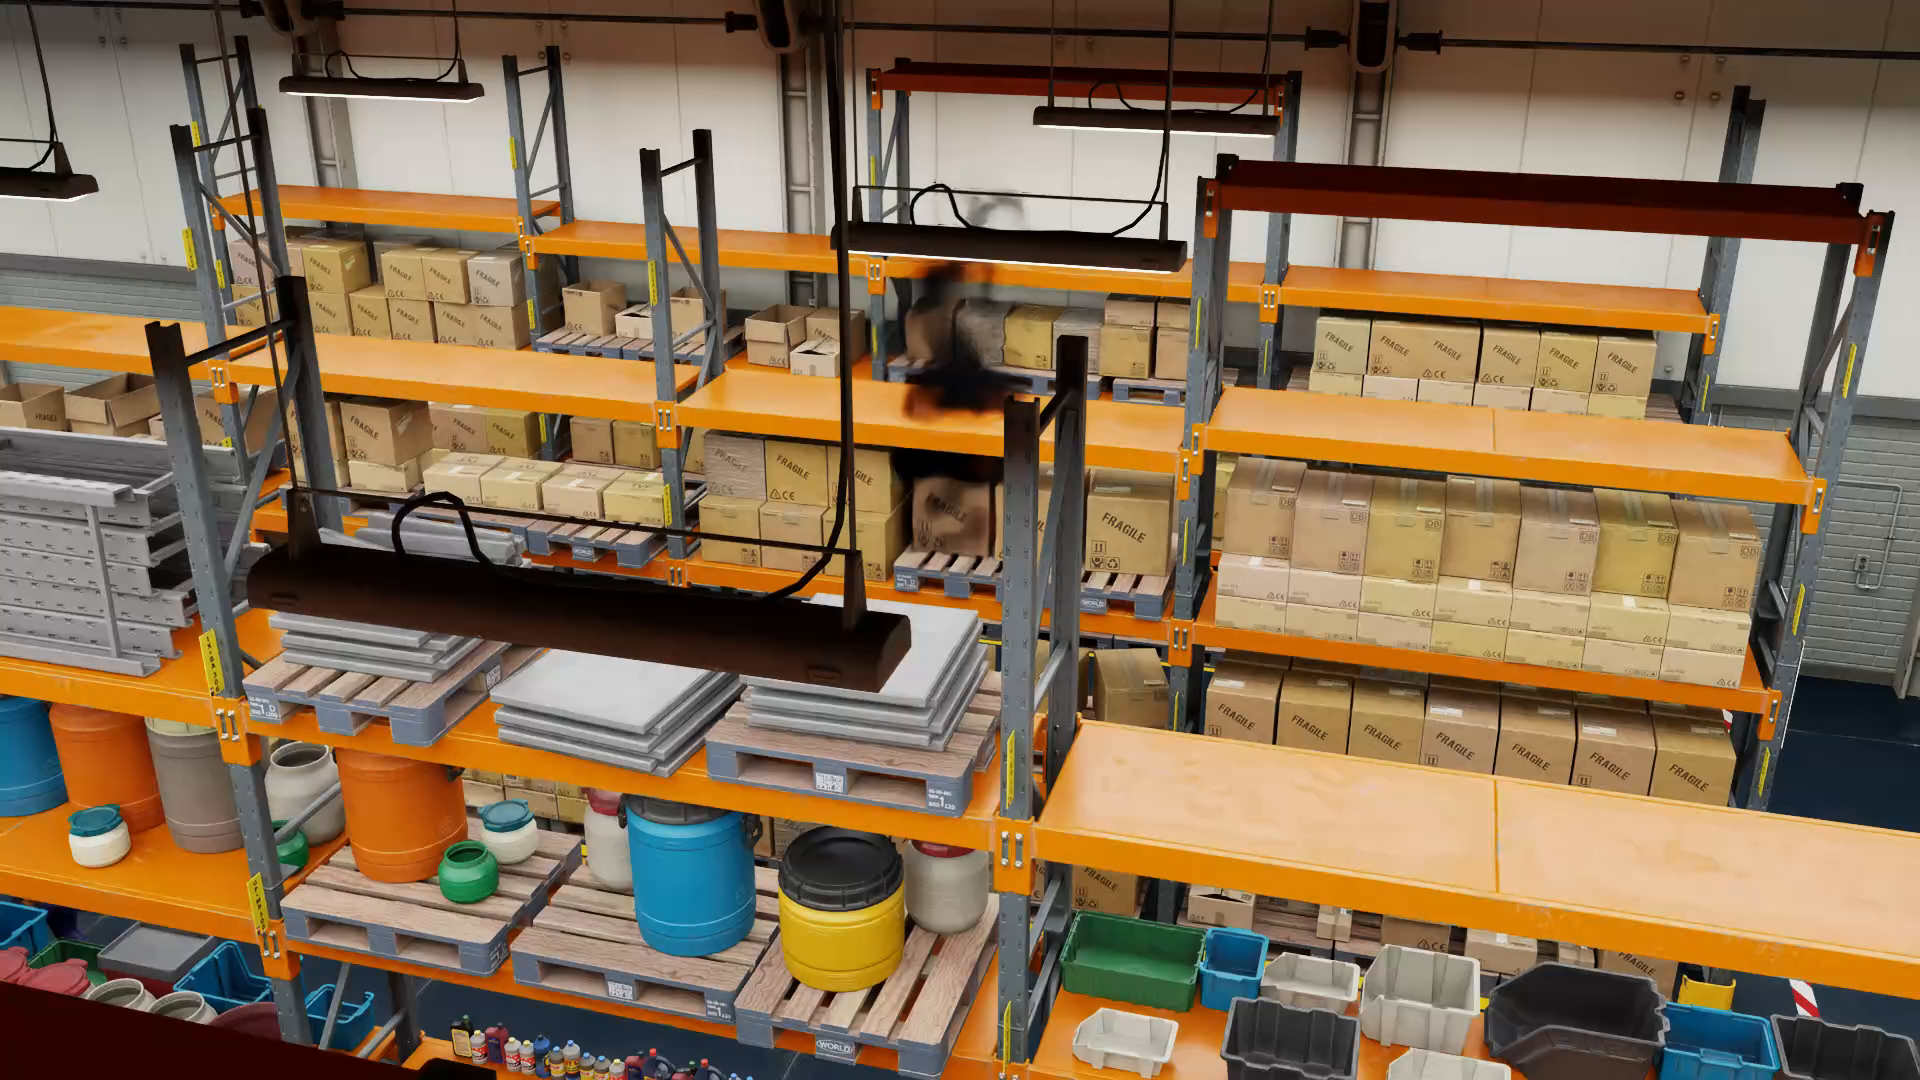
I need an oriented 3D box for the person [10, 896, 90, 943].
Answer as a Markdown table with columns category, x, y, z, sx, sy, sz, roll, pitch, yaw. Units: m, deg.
| category | x | y | z | sx | sy | sz | roll | pitch | yaw |
| --- | --- | --- | --- | --- | --- | --- | --- | --- | --- |
| person | -6.747 | 2.671 | 12.256 | 0.744 | 1.706 | 0.587 | 7 | 23 | 16 |
